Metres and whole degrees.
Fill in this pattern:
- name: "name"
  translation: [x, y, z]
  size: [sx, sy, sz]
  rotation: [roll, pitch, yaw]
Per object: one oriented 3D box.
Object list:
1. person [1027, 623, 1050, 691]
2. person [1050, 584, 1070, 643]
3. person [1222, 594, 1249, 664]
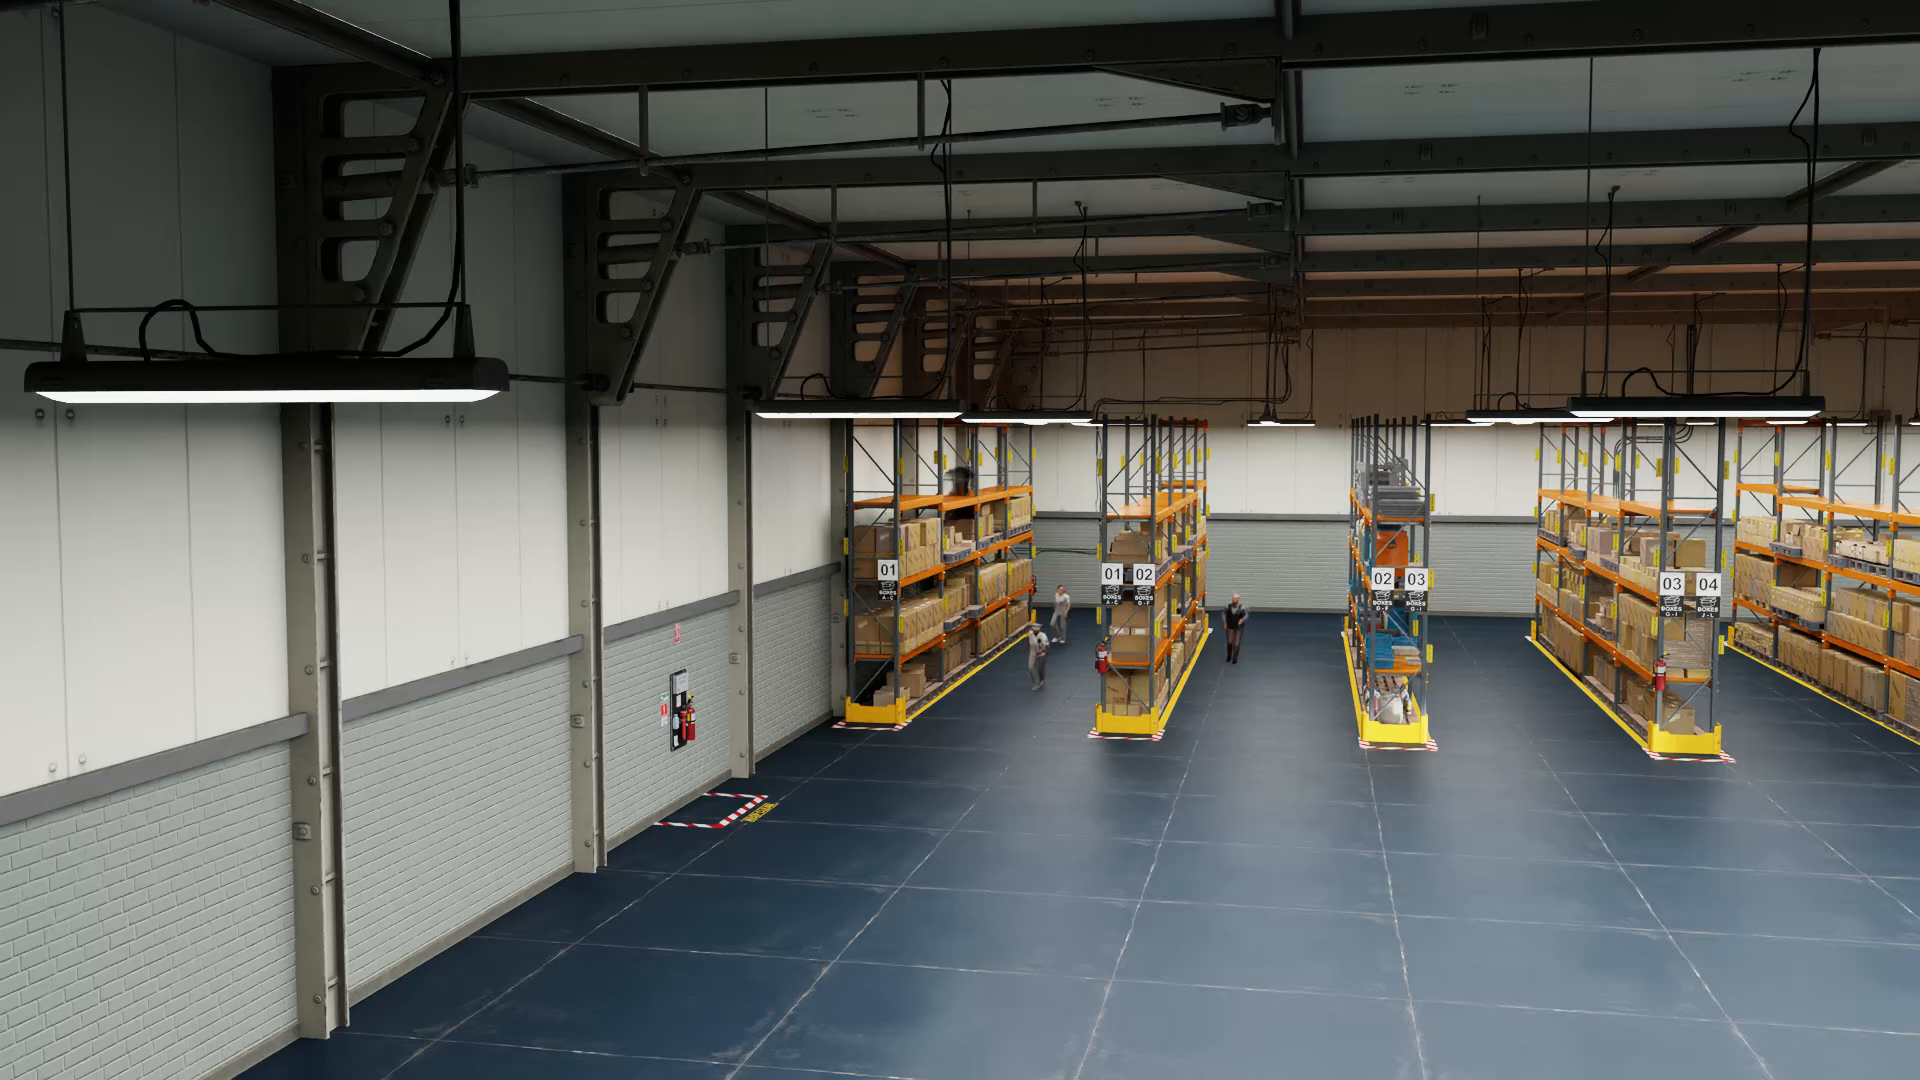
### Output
- name: "person"
  translation: [1.732, 2.532, 36.530]
  size: [0.585, 1.485, 1.029]
  rotation: [1, 4, 18]
- name: "person"
  translation: [2.696, 1.962, 44.177]
  size: [0.559, 1.615, 0.701]
  rotation: [2, 4, 22]
- name: "person"
  translation: [6.707, 2.177, 40.504]
  size: [0.646, 1.708, 0.674]
  rotation: [1, 4, 8]
